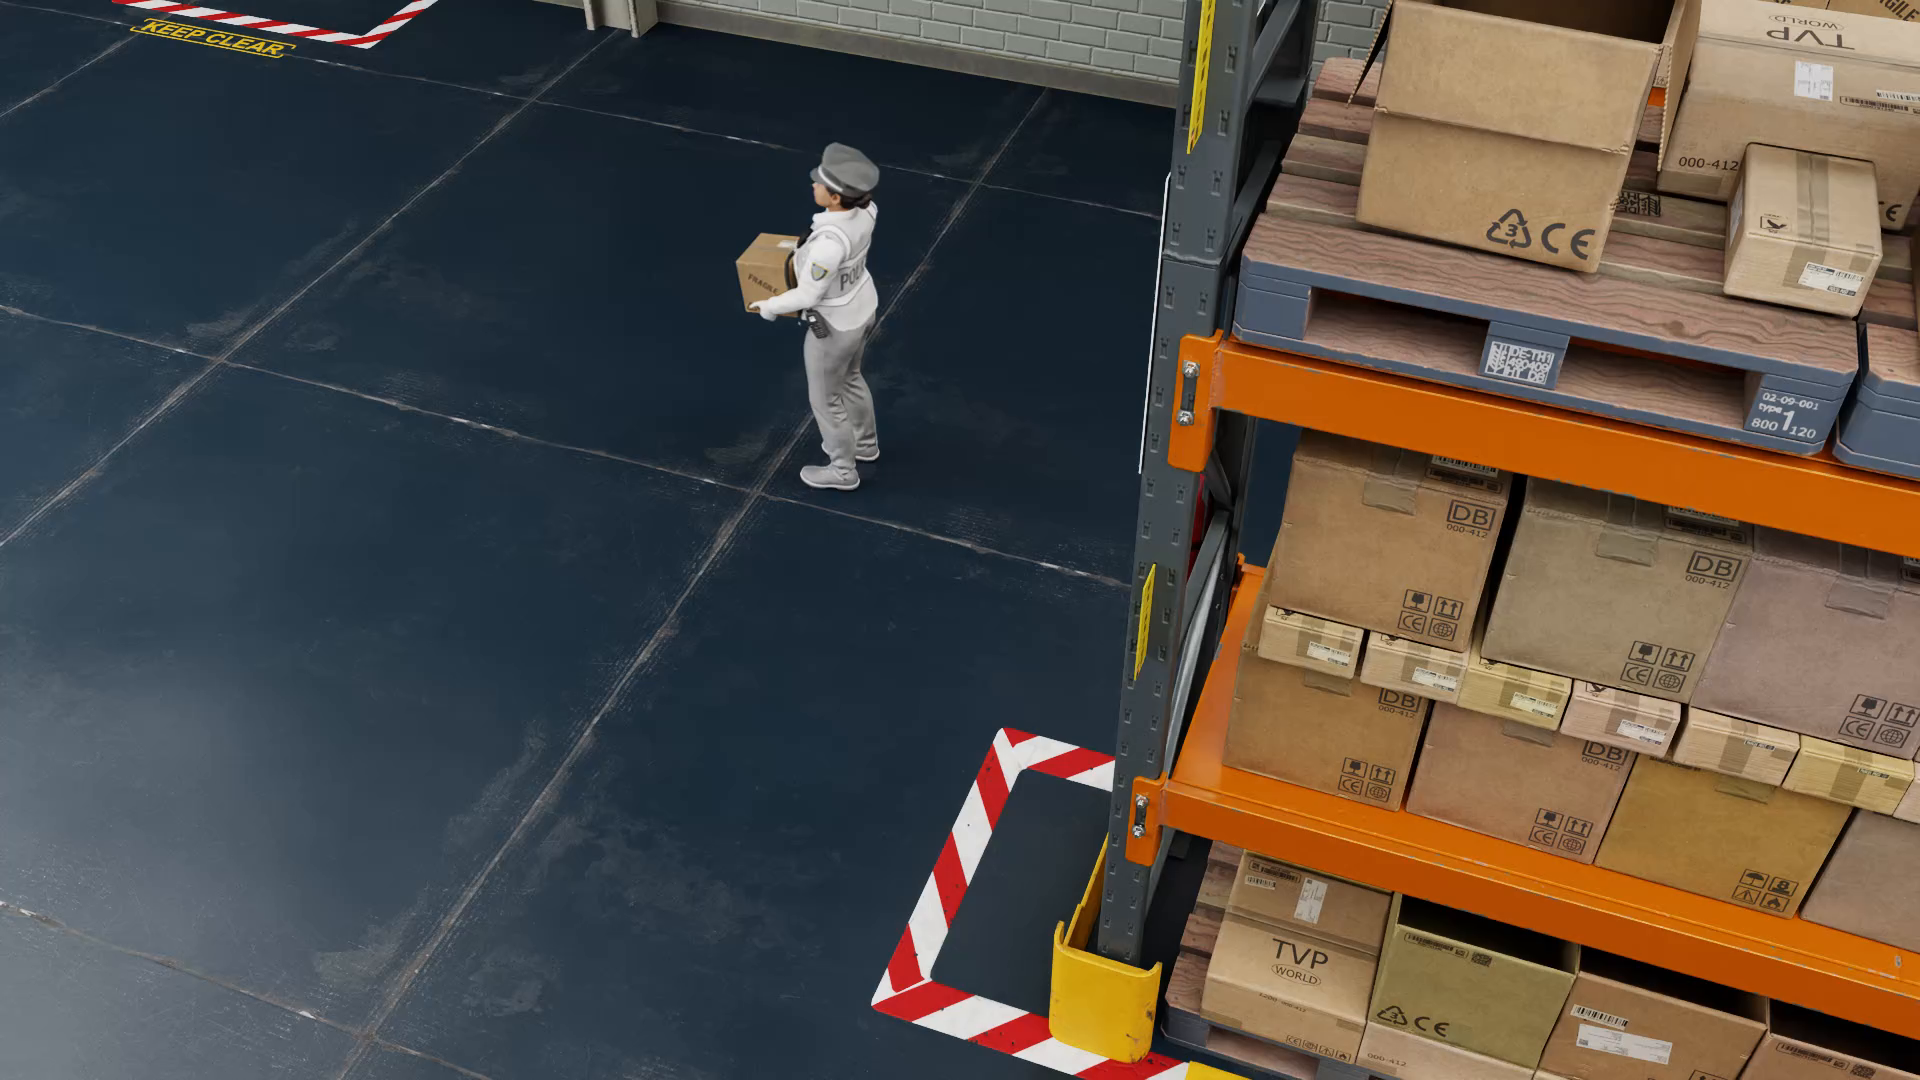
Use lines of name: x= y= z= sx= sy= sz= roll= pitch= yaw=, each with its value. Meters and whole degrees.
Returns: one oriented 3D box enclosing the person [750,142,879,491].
person: x=-0.595 y=-0.969 z=7.225 sx=0.563 sy=1.687 sz=0.461 roll=14 pitch=44 yaw=15
